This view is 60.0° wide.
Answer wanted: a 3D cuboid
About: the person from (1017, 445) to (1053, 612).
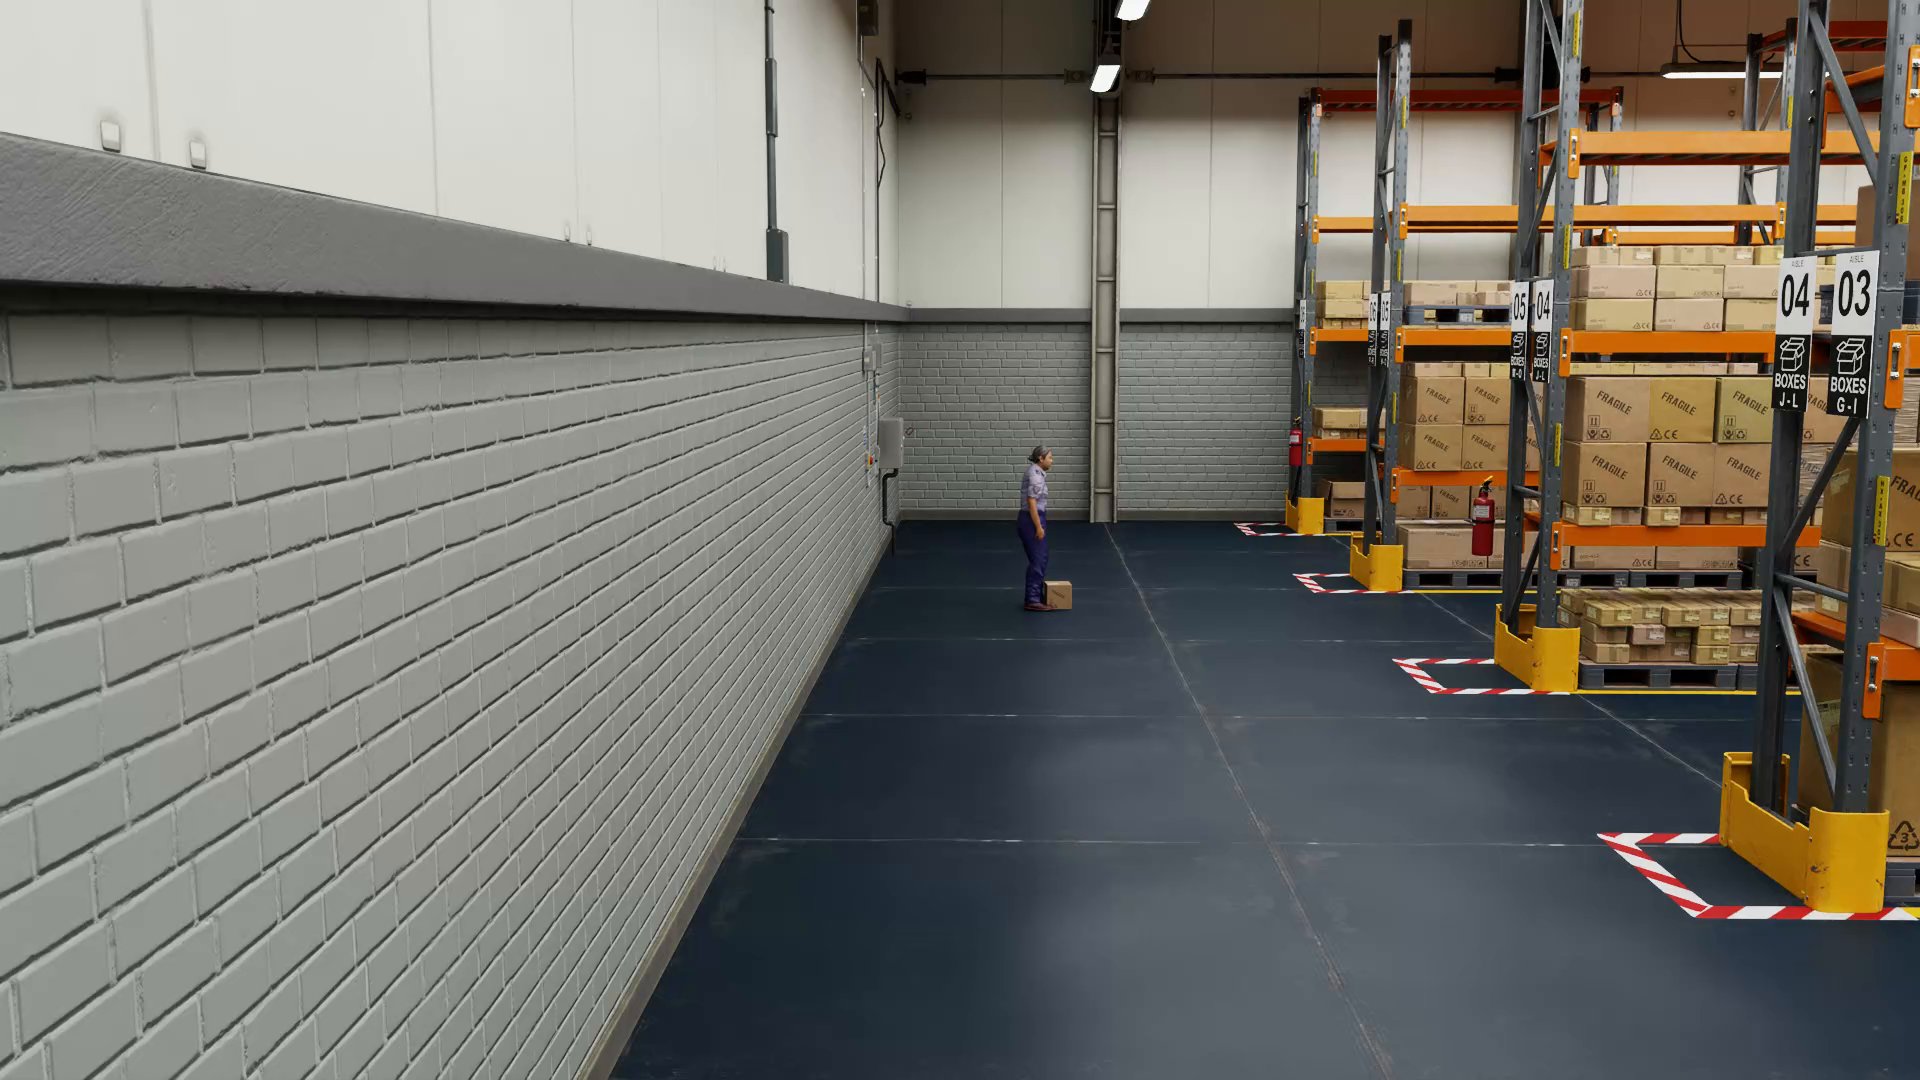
[{"bbox_3d":[0.799,-0.133,16.837,0.377,1.652,0.540,0,7,1],"label":"person"}]
